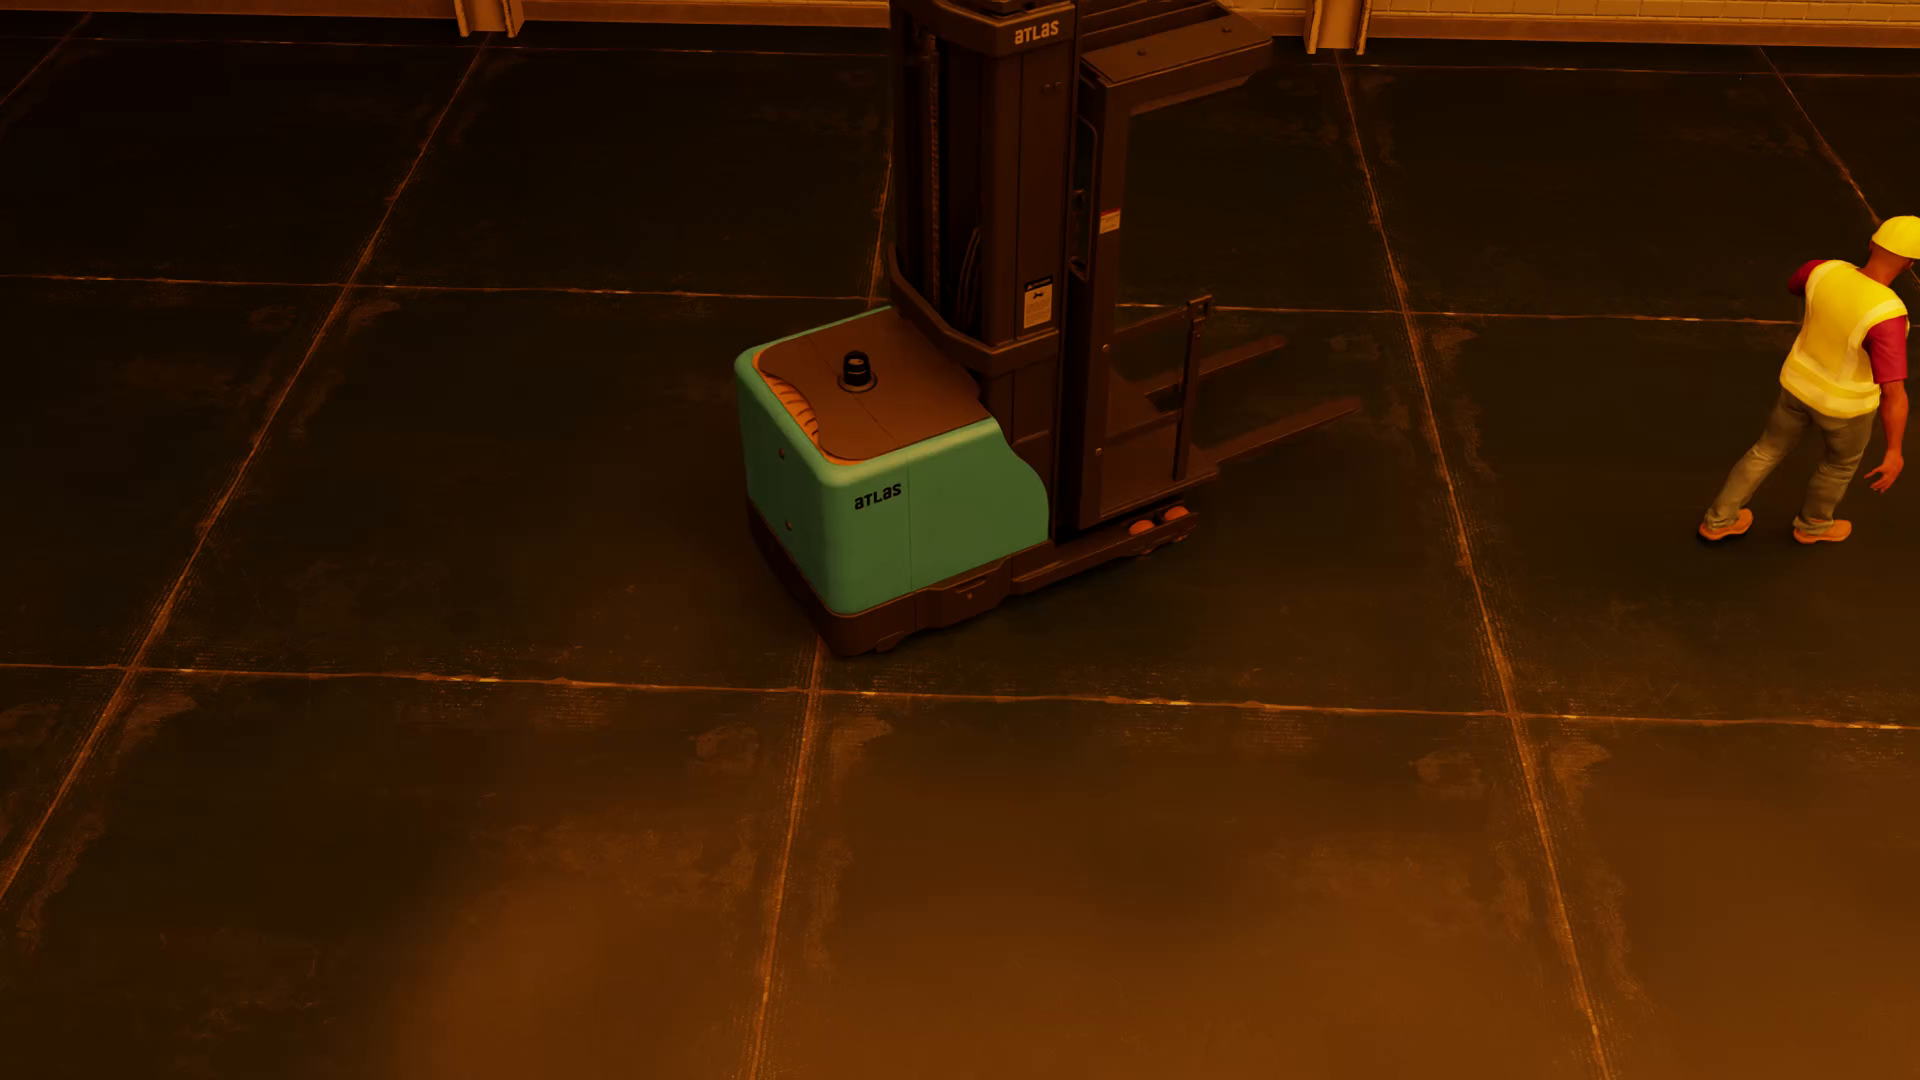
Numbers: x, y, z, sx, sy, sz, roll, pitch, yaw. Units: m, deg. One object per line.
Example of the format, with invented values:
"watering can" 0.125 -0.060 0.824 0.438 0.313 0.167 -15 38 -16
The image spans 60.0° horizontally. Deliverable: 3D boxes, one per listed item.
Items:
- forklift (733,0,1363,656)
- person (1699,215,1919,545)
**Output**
"forklift" 0.540 -1.304 7.171 3.031 2.935 1.130 -21 46 -21
"person" 3.903 -0.658 7.355 0.765 1.745 1.020 -17 45 -17
